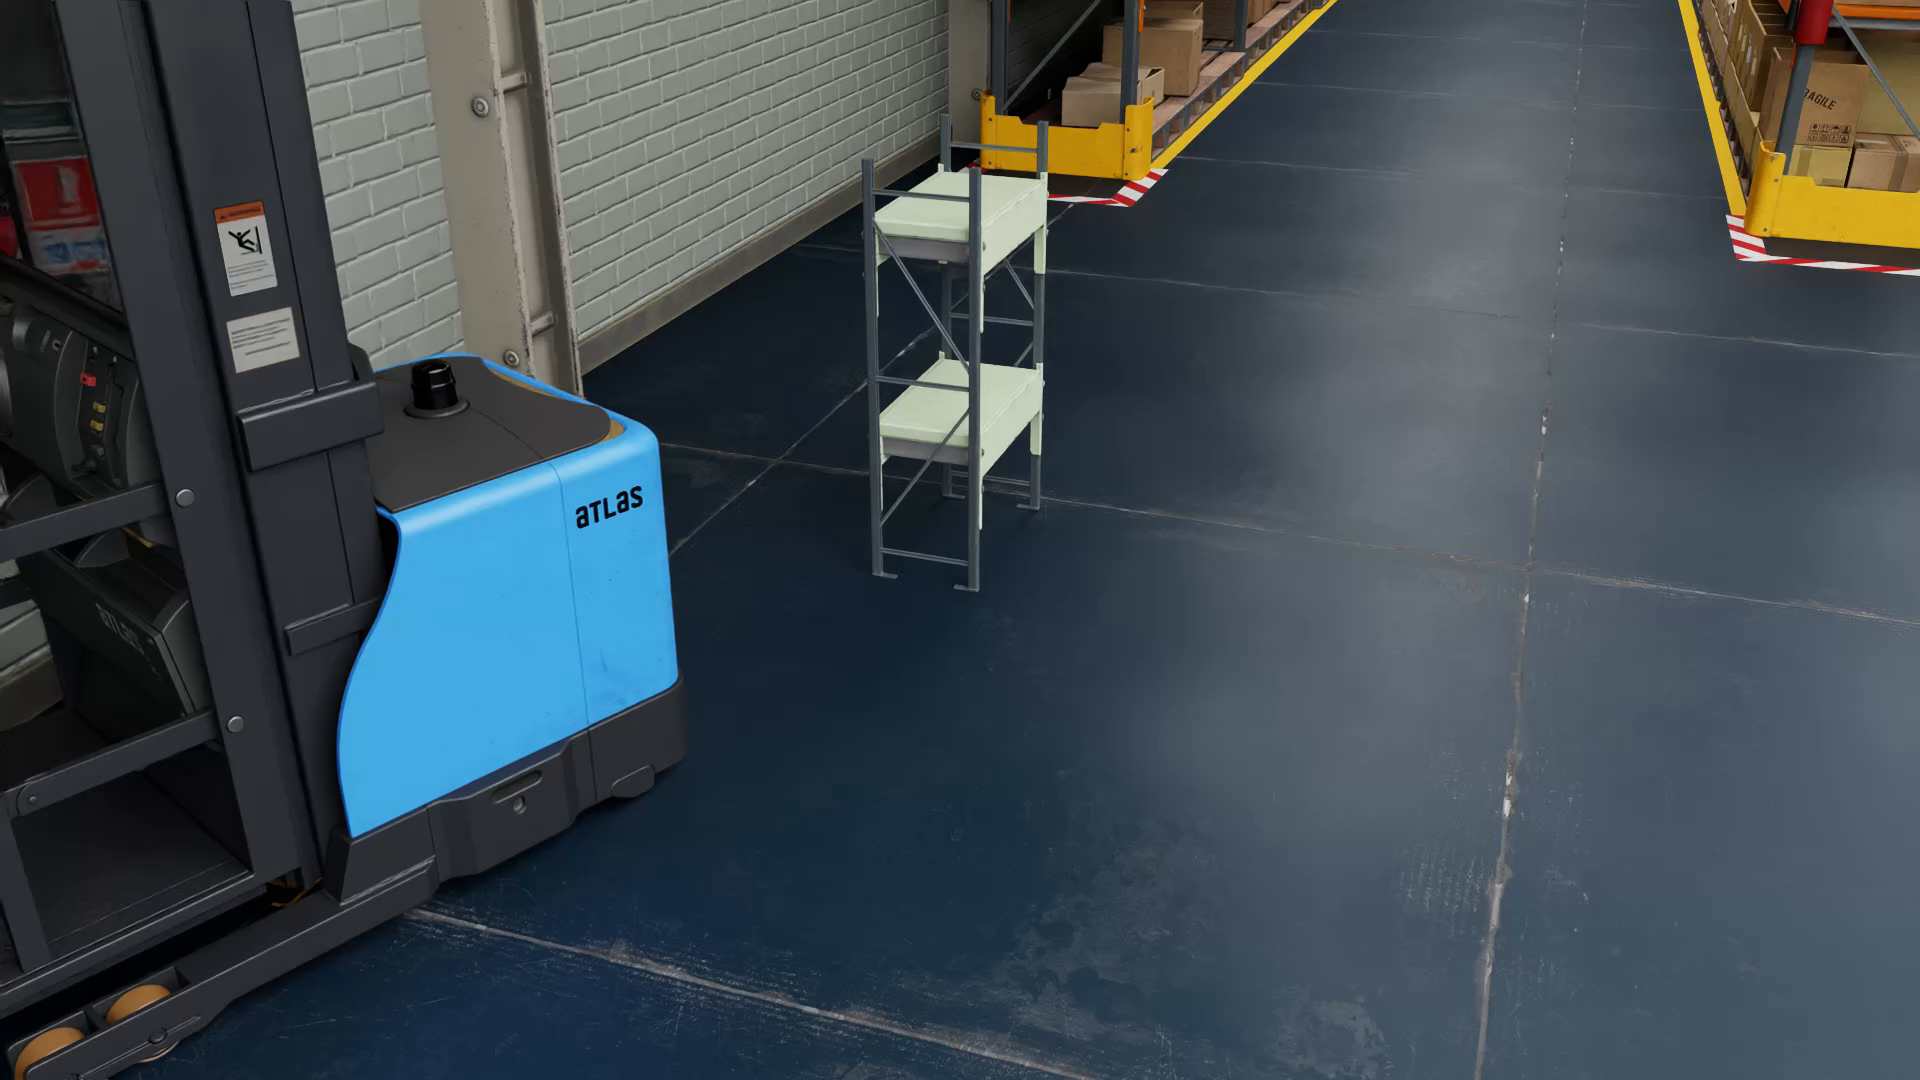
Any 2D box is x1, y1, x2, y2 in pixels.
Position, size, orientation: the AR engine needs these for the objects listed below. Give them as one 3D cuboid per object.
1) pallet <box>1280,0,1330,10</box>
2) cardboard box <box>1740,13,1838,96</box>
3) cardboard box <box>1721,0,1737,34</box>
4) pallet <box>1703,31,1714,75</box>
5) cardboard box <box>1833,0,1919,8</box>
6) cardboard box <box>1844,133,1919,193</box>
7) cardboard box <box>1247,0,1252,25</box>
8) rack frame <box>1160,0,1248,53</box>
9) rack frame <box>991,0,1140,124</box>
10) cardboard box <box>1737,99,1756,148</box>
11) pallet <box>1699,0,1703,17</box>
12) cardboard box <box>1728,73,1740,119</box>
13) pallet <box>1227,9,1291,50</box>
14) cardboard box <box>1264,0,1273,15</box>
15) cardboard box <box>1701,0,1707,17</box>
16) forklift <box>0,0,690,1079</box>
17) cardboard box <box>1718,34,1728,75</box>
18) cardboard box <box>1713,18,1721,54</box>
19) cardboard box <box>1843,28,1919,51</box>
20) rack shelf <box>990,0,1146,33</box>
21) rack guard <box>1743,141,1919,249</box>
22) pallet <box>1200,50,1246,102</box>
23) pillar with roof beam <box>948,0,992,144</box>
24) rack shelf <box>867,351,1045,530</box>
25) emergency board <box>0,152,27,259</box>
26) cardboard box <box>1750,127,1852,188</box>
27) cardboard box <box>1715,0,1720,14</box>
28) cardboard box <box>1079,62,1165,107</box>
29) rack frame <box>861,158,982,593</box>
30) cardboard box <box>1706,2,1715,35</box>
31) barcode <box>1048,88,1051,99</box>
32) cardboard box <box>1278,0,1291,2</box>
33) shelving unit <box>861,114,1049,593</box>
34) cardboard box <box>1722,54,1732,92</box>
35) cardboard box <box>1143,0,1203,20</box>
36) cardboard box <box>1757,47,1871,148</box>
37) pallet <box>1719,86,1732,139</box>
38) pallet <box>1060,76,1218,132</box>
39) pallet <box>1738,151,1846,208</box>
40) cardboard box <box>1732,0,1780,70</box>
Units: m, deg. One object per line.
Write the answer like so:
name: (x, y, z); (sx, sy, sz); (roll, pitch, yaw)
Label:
pallet: (3.699, -6.254, 18.924); (1.003, 0.211, 1.213); (9, 27, 17)
cardboard box: (5.760, -3.362, 11.565); (0.500, 0.500, 0.500); (9, 27, 17)
cardboard box: (6.738, -4.462, 14.053); (0.500, 0.311, 0.500); (10, 27, 19)
pallet: (7.319, -4.392, 15.078); (1.003, 0.211, 1.213); (9, 27, 17)
cardboard box: (5.543, -3.426, 9.770); (0.700, 0.500, 0.500); (9, 27, 17)
cardboard box: (5.764, -2.331, 10.295); (0.500, 0.250, 0.500); (9, 27, 17)
cardboard box: (2.388, -5.149, 15.807); (0.700, 0.500, 0.500); (8, 27, 16)
rack frame: (2.034, -5.552, 14.275); (1.000, 3.000, 0.127); (9, 27, 17)
rack frame: (0.703, -3.908, 10.880); (1.000, 3.000, 0.127); (9, 27, 17)
cardboard box: (5.595, -2.819, 11.303); (0.500, 0.250, 0.500); (9, 27, 17)
pallet: (8.322, -5.525, 17.419); (1.003, 0.211, 1.213); (9, 27, 17)
cardboard box: (5.924, -3.231, 12.153); (0.500, 0.250, 0.500); (9, 27, 17)
pallet: (2.696, -5.120, 16.583); (1.003, 0.211, 1.213); (9, 27, 17)
cardboard box: (2.755, -5.562, 16.659); (0.700, 0.500, 0.500); (9, 27, 17)
cardboard box: (7.586, -5.258, 16.340); (0.500, 0.250, 0.500); (9, 27, 17)
forklift: (-2.159, -0.321, 3.550); (1.130, 2.935, 3.031); (22, 34, 38)
cardboard box: (6.571, -3.999, 13.741); (0.500, 0.250, 0.500); (8, 27, 17)
cardboard box: (6.911, -4.417, 14.604); (0.500, 0.250, 0.500); (9, 27, 19)
cardboard box: (6.083, -3.082, 10.985); (0.500, 0.500, 0.500); (9, 27, 17)
rack shelf: (1.368, -4.406, 12.734); (1.077, 0.370, 4.000); (9, 27, 17)
rack guard: (5.368, -2.056, 9.924); (1.175, 0.500, 0.348); (9, 27, 17)
pallet: (1.844, -4.016, 14.302); (1.003, 0.211, 1.213); (9, 27, 17)
pillar with roof beam: (4.180, -6.397, 9.136); (9.100, 9.000, 0.400); (9, 27, 17)
rack shelf: (-0.002, -0.379, 6.060); (0.431, 0.370, 0.720); (9, 27, 17)
emergency board: (-2.735, -0.846, 4.554); (0.194, 1.169, 0.643); (9, 27, 17)
cardboard box: (5.275, -2.406, 10.451); (0.500, 0.250, 0.500); (9, 27, 17)
cardboard box: (7.077, -4.872, 14.901); (0.500, 0.311, 0.500); (8, 27, 17)
cardboard box: (1.208, -3.402, 12.414); (0.500, 0.311, 0.500); (11, 28, 22)
rack frame: (-0.124, -0.522, 5.607); (0.400, 1.500, 0.023); (9, 27, 17)
cardboard box: (7.253, -4.837, 15.470); (0.500, 0.250, 0.500); (8, 27, 16)
barcode: (0.647, -3.237, 12.063); (0.001, 0.075, 0.075); (9, 27, 17)
cardboard box: (3.175, -5.965, 17.492); (0.700, 0.500, 0.500); (9, 27, 18)
shelving unit: (-0.002, -0.672, 5.917); (0.431, 1.500, 0.755); (9, 27, 17)
cardboard box: (6.266, -3.640, 12.999); (0.500, 0.250, 0.500); (9, 27, 17)
cardboard box: (1.726, -4.193, 13.831); (0.500, 0.500, 0.500); (7, 27, 14)
cardboard box: (5.273, -2.744, 10.288); (0.500, 0.500, 0.500); (9, 27, 17)
pallet: (6.402, -3.259, 12.739); (1.003, 0.211, 1.213); (9, 27, 17)
pallet: (1.440, -3.513, 13.263); (1.003, 0.211, 1.213); (9, 27, 17)
pallet: (5.591, -2.257, 10.669); (1.003, 0.211, 1.213); (9, 27, 17)
cardboard box: (6.098, -3.772, 12.412); (0.500, 0.500, 0.500); (9, 27, 17)
